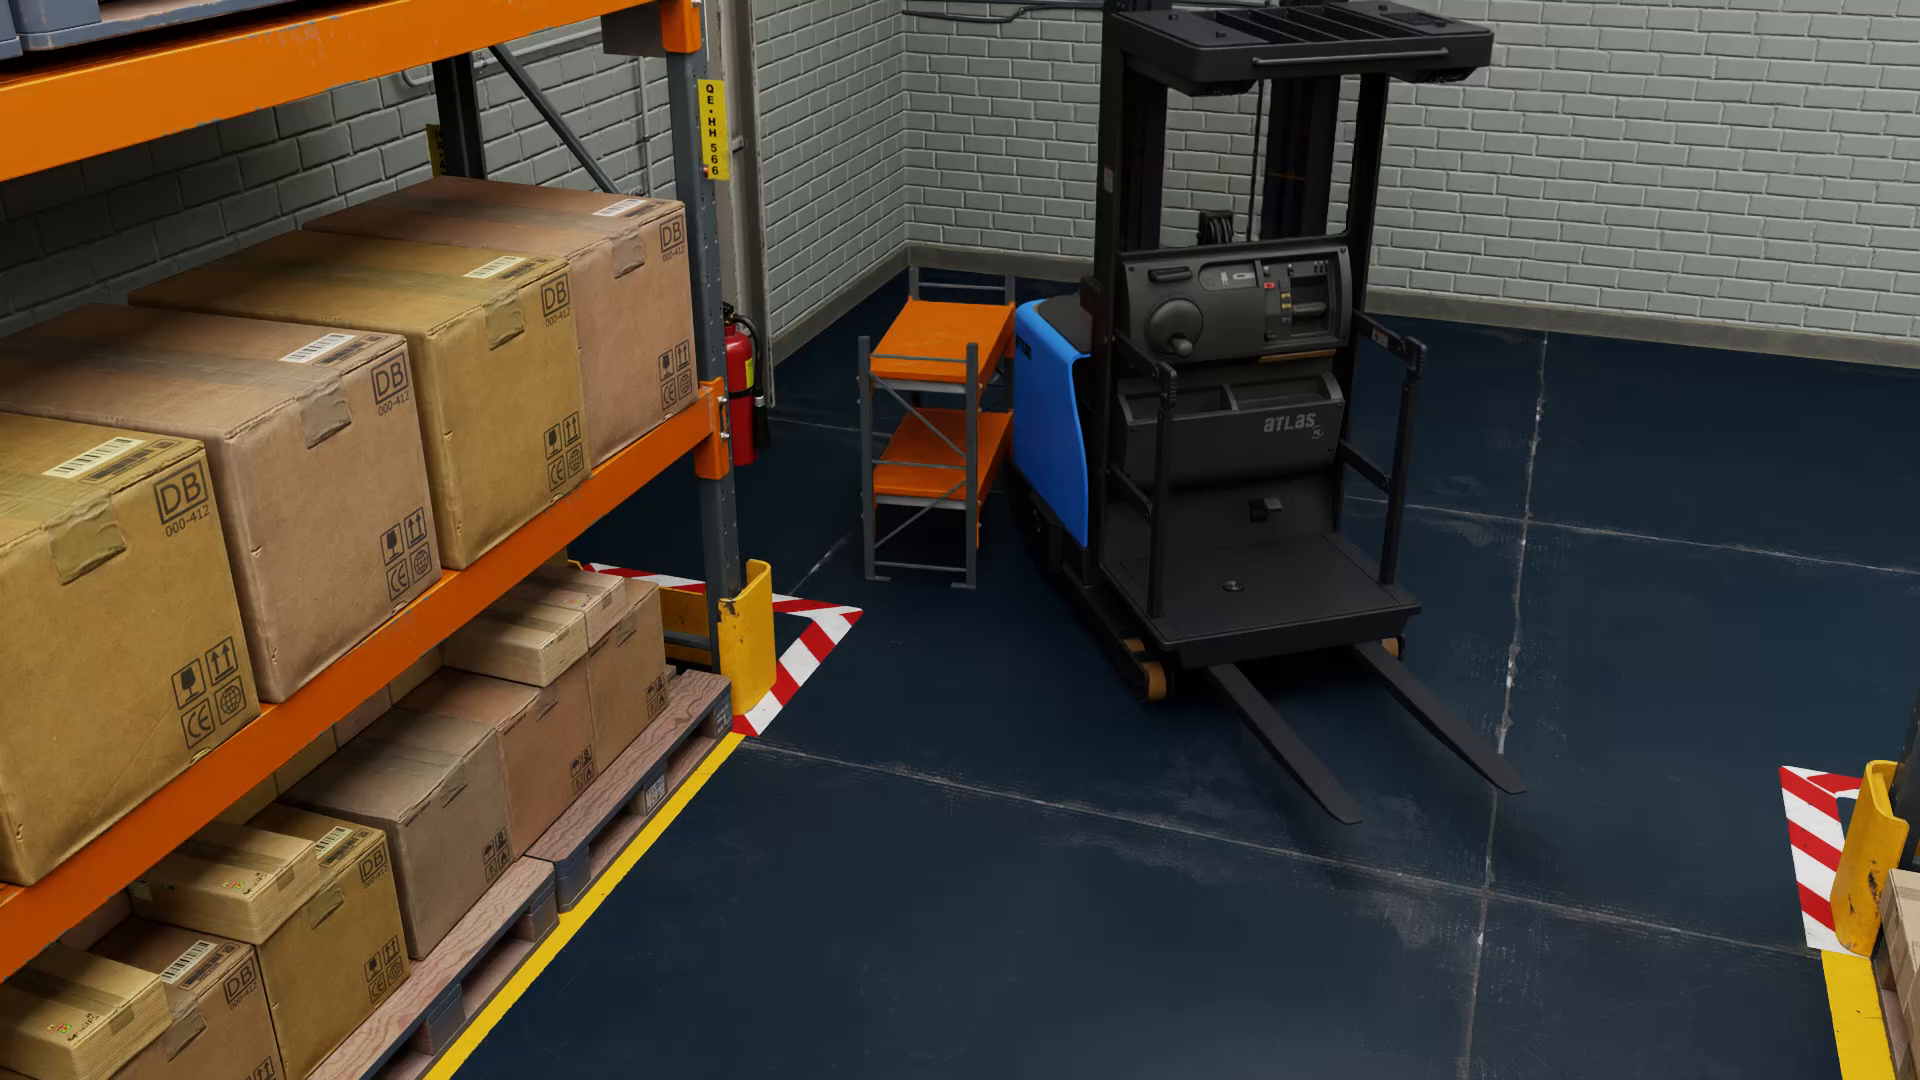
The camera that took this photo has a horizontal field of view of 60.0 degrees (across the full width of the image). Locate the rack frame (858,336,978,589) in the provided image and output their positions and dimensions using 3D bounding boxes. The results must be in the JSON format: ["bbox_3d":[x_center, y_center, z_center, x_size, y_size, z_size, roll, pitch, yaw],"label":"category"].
[{"bbox_3d":[-0.174,-0.319,7.118,0.500,1.125,0.032,5,26,9],"label":"rack frame"}]

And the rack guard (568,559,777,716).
[{"bbox_3d":[-1.318,0.301,6.555,1.175,0.500,0.348,9,27,17],"label":"rack guard"}]

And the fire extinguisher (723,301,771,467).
[{"bbox_3d":[-0.840,-0.607,6.078,0.296,0.674,0.183,9,27,17],"label":"fire extinguisher"}]

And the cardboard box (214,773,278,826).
[{"bbox_3d":[-2.116,0.677,4.552,0.380,0.149,0.250,8,27,17],"label":"cardboard box"}]

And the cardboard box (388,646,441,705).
[{"bbox_3d":[-1.863,0.363,5.201,0.380,0.149,0.250,9,27,18],"label":"cardboard box"}]

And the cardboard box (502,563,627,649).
[{"bbox_3d":[-1.335,0.211,5.514,0.380,0.149,0.250,8,27,17],"label":"cardboard box"}]

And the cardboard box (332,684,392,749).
[{"bbox_3d":[-1.947,0.467,4.985,0.380,0.149,0.250,9,27,18],"label":"cardboard box"}]

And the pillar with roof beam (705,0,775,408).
[{"bbox_3d":[2.817,-4.125,5.944,9.100,9.000,0.400,9,27,17],"label":"pillar with roof beam"}]

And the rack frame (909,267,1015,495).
[{"bbox_3d":[0.009,-0.755,8.018,0.500,1.125,0.032,5,26,9],"label":"rack frame"}]

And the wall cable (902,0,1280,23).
[{"bbox_3d":[0.893,-4.389,10.053,3.097,2.526,0.112,9,27,17],"label":"wall cable"}]

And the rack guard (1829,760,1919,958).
[{"bbox_3d":[3.322,1.059,4.989,1.175,0.500,0.348,9,27,17],"label":"rack guard"}]

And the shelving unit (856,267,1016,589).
[{"bbox_3d":[-0.083,-0.537,7.568,0.538,1.125,1.048,5,26,9],"label":"shelving unit"}]

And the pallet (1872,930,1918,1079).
[{"bbox_3d":[3.057,1.517,4.376,1.003,0.211,1.213,9,27,17],"label":"pallet"}]

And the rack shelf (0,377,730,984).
[{"bbox_3d":[-1.991,0.331,4.449,1.077,0.370,4.000,9,27,17],"label":"rack shelf"}]

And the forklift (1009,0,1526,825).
[{"bbox_3d":[1.136,-0.878,6.201,1.130,2.935,3.031,-7,27,-15],"label":"forklift"}]

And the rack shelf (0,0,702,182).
[{"bbox_3d":[-1.991,-1.019,3.795,1.077,0.370,4.000,9,27,17],"label":"rack shelf"}]

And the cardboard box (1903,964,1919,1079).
[{"bbox_3d":[2.732,1.330,4.212,0.500,0.250,0.500,9,27,17],"label":"cardboard box"}]

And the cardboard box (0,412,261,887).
[{"bbox_3d":[-2.213,0.175,3.603,0.980,0.700,0.700,8,27,16],"label":"cardboard box"}]

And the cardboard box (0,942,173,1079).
[{"bbox_3d":[-2.025,1.067,3.747,0.380,0.149,0.250,10,27,19],"label":"cardboard box"}]

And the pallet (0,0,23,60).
[{"bbox_3d":[-2.375,-0.815,2.652,1.003,0.211,1.213,9,27,17],"label":"pallet"}]

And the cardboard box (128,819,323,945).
[{"bbox_3d":[-1.852,0.852,4.190,0.380,0.149,0.250,8,27,16],"label":"cardboard box"}]

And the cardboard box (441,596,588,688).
[{"bbox_3d":[-1.420,0.316,5.297,0.380,0.149,0.250,9,27,19],"label":"cardboard box"}]

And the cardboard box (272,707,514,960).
[{"bbox_3d":[-1.798,0.836,4.967,0.700,0.500,0.500,8,27,16],"label":"cardboard box"}]

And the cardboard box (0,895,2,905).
[{"bbox_3d":[-2.461,0.474,2.985,0.980,0.700,0.700,9,27,18],"label":"cardboard box"}]

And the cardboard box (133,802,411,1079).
[{"bbox_3d":[-1.968,1.057,4.512,0.700,0.500,0.500,9,27,19],"label":"cardboard box"}]

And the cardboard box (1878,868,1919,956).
[{"bbox_3d":[2.883,1.110,4.782,0.380,0.149,0.250,9,27,17],"label":"cardboard box"}]

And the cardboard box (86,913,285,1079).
[{"bbox_3d":[-2.141,1.267,4.077,0.700,0.500,0.500,8,27,17],"label":"cardboard box"}]

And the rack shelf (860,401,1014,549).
[{"bbox_3d":[-0.083,-0.317,7.674,0.538,0.278,1.000,5,26,9],"label":"rack shelf"}]

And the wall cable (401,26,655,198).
[{"bbox_3d":[-1.792,-1.935,7.138,0.084,1.984,1.851,9,27,17],"label":"wall cable"}]

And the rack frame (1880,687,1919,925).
[{"bbox_3d":[3.347,-0.097,4.509,1.000,3.000,0.127,9,27,17],"label":"rack frame"}]

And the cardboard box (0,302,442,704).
[{"bbox_3d":[-1.980,-0.126,4.223,0.980,0.700,0.700,7,27,15],"label":"cardboard box"}]

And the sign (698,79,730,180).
[{"bbox_3d":[-0.819,-1.358,5.512,0.100,0.325,0.005,9,27,17],"label":"sign"}]

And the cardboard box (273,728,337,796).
[{"bbox_3d":[-2.032,0.573,4.767,0.380,0.149,0.250,9,27,18],"label":"cardboard box"}]

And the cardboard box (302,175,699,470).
[{"bbox_3d":[-1.486,-0.738,5.489,0.980,0.700,0.700,10,28,20],"label":"cardboard box"}]

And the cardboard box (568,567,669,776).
[{"bbox_3d":[-1.464,0.424,5.819,0.700,0.500,0.500,9,27,17],"label":"cardboard box"}]

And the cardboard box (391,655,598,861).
[{"bbox_3d":[-1.631,0.630,5.394,0.700,0.500,0.500,9,27,17],"label":"cardboard box"}]

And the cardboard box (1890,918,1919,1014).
[{"bbox_3d":[2.800,1.205,4.566,0.380,0.166,0.250,9,27,17],"label":"cardboard box"}]

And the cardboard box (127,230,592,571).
[{"bbox_3d":[-1.718,-0.438,4.868,0.980,0.700,0.700,9,27,17],"label":"cardboard box"}]

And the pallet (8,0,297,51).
[{"bbox_3d":[-1.967,-1.315,3.684,1.003,0.211,1.213,9,27,17],"label":"pallet"}]

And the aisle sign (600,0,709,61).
[{"bbox_3d":[-1.019,-1.970,5.394,0.394,0.787,0.004,9,27,17],"label":"aisle sign"}]

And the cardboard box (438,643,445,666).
[{"bbox_3d":[-1.779,0.260,5.413,0.380,0.149,0.250,9,27,18],"label":"cardboard box"}]

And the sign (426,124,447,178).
[{"bbox_3d":[-1.847,-1.323,5.955,0.100,0.325,0.005,9,27,17],"label":"sign"}]

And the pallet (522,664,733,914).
[{"bbox_3d":[-1.518,0.781,5.895,1.003,0.211,1.213,9,27,17],"label":"pallet"}]

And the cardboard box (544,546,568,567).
[{"bbox_3d":[-1.611,0.052,5.844,0.380,0.149,0.250,9,27,18],"label":"cardboard box"}]

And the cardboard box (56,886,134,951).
[{"bbox_3d":[-2.286,0.887,4.119,0.380,0.149,0.250,8,27,16],"label":"cardboard box"}]

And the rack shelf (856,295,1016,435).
[{"bbox_3d":[-0.083,-0.800,7.440,0.538,0.278,1.000,5,26,9],"label":"rack shelf"}]

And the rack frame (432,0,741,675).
[{"bbox_3d":[-1.326,-0.814,5.990,1.000,3.000,0.127,9,27,17],"label":"rack frame"}]

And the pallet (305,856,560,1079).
[{"bbox_3d":[-1.926,1.280,4.863,1.003,0.211,1.213,9,27,17],"label":"pallet"}]
